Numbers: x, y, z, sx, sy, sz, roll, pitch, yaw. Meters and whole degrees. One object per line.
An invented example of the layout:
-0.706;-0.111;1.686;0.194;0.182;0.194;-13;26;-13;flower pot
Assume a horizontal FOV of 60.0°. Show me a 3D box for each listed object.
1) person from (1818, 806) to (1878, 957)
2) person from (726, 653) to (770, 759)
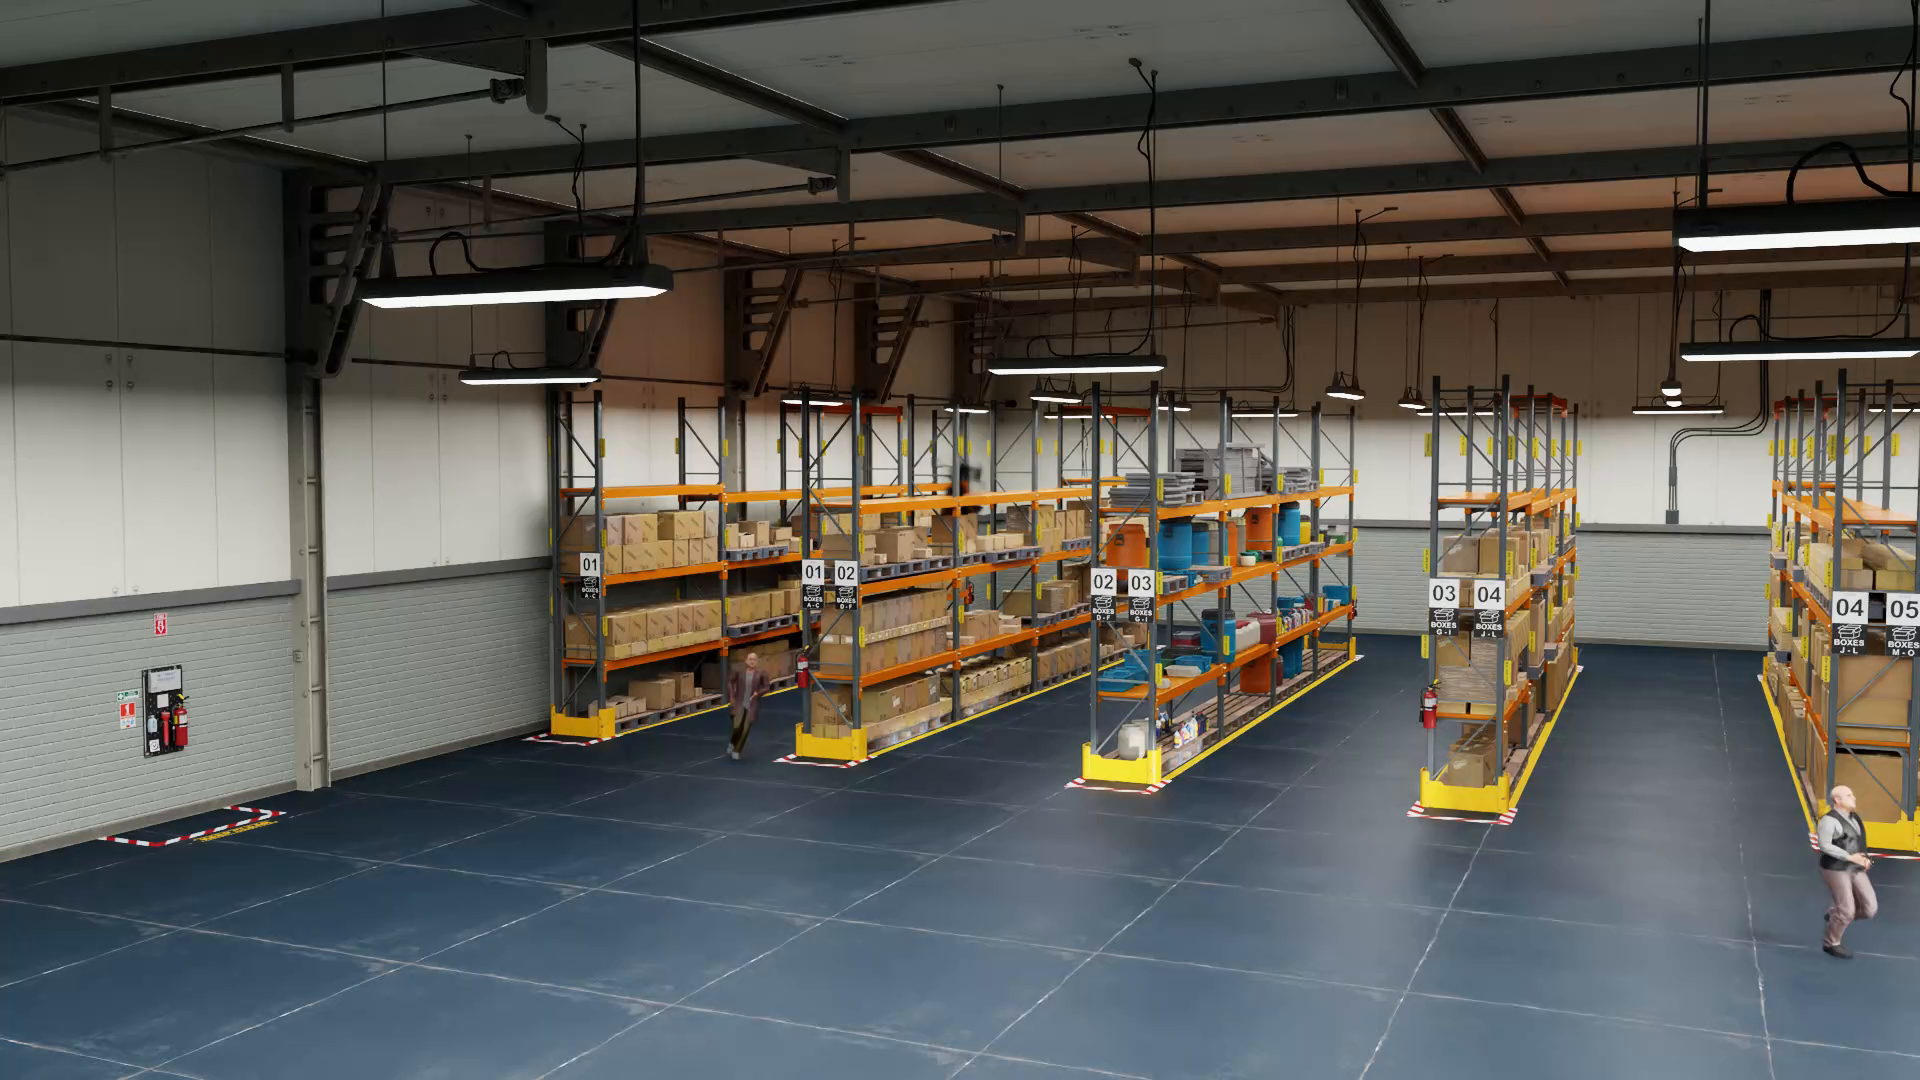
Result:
8.720;3.327;16.377;0.655;1.423;0.531;-2;4;-29;person
-3.411;2.671;26.776;0.700;1.716;0.603;-1;3;-9;person
